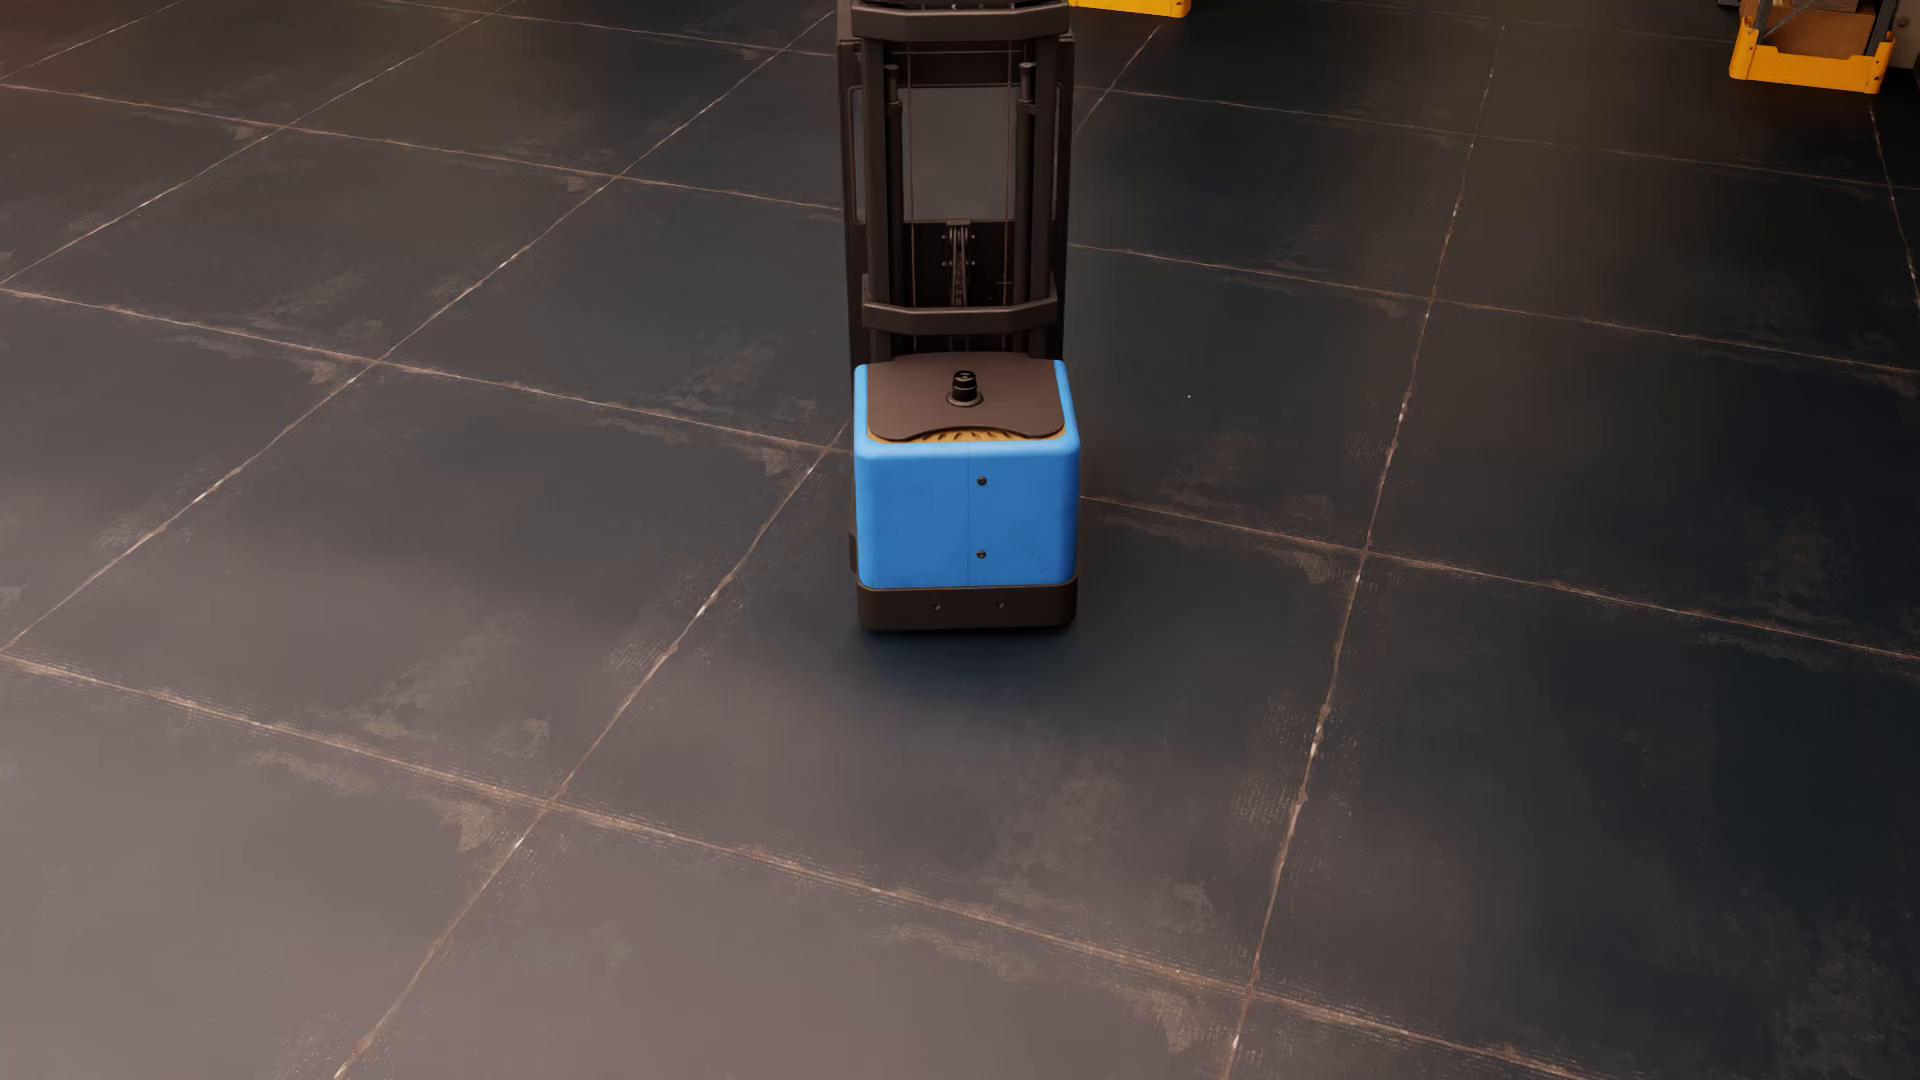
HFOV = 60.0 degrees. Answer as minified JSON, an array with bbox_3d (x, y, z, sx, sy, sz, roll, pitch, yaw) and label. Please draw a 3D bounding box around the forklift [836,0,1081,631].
[{"bbox_3d":[-0.032,-1.591,8.354,1.130,2.935,3.031,-2,35,-2],"label":"forklift"}]
